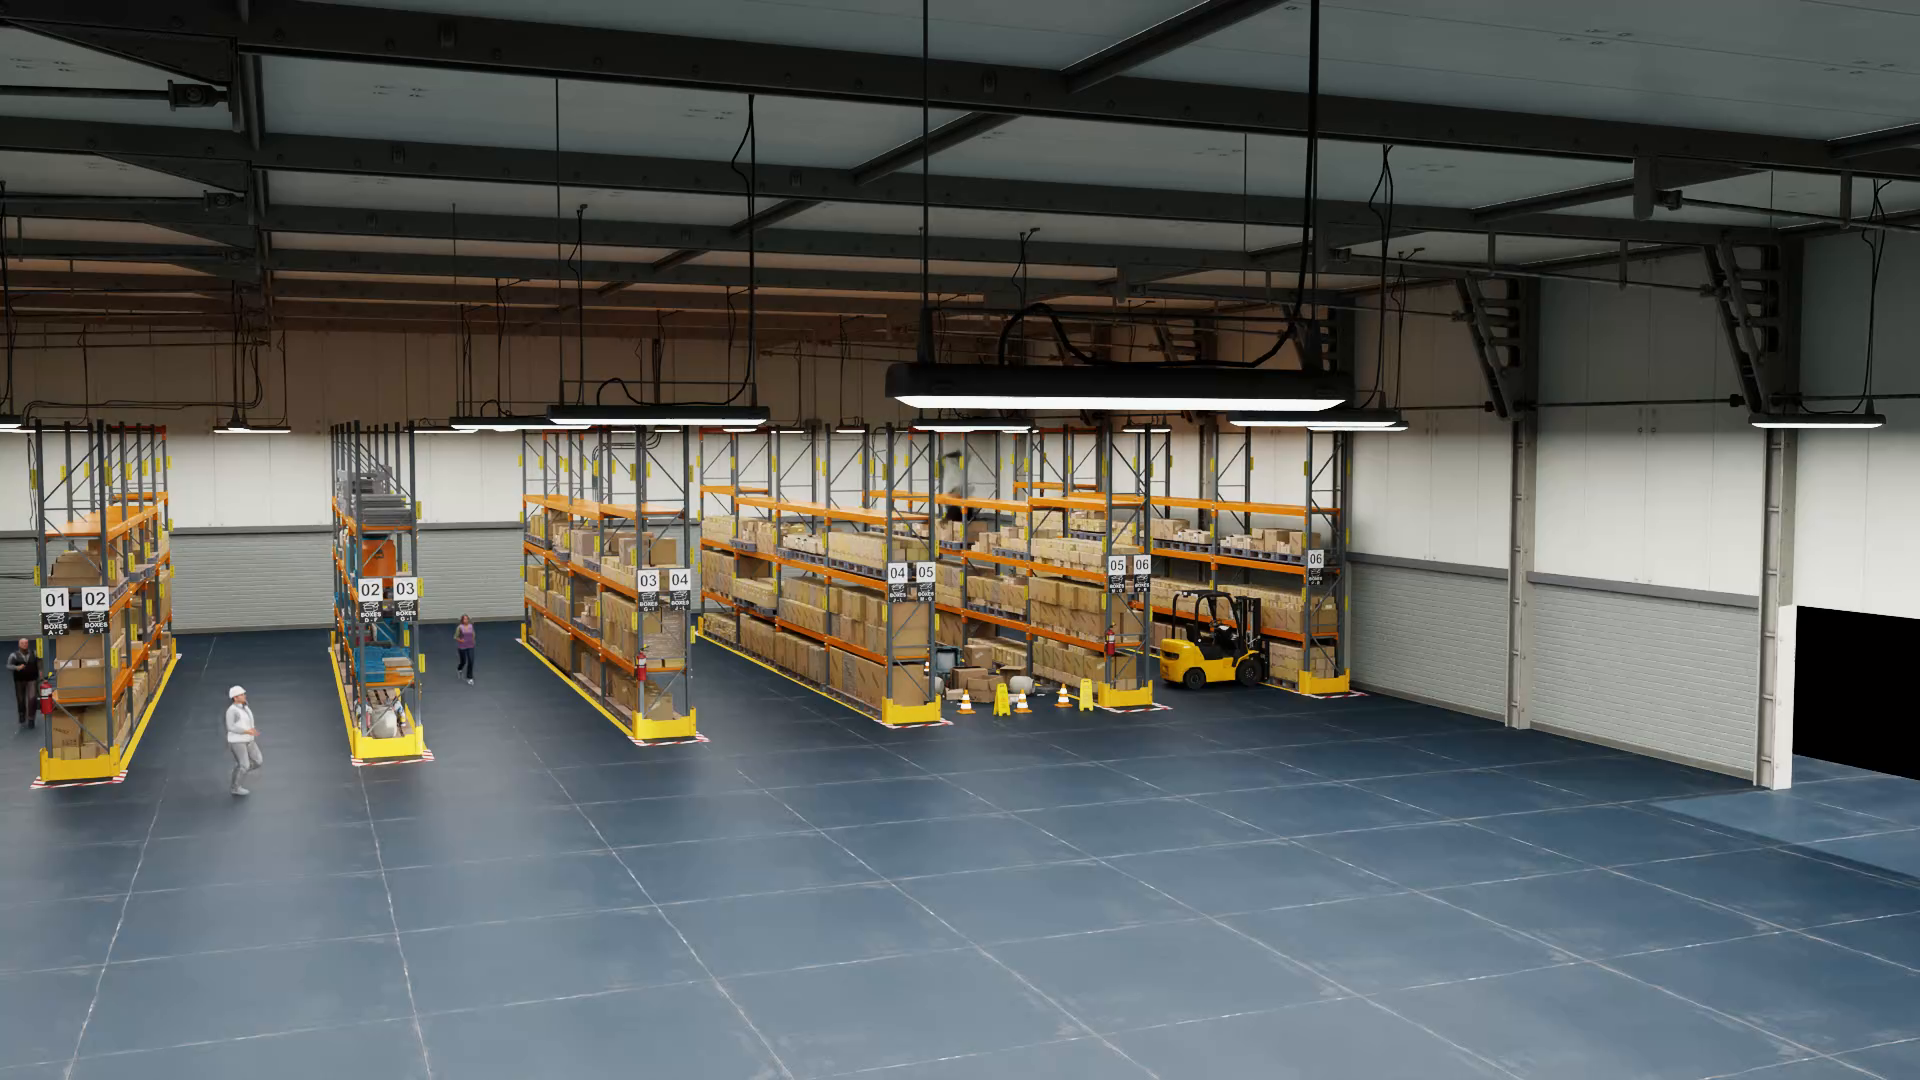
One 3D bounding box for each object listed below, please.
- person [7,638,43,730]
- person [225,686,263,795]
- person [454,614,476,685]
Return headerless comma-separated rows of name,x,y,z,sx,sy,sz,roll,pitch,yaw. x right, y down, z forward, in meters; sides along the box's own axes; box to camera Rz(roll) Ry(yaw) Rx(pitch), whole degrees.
person,-18.375,2.798,32.690,0.635,1.753,0.907,-2,4,-31
person,-11.446,3.196,26.581,0.569,1.731,0.652,0,4,5
person,-11.475,2.519,38.581,0.537,1.600,0.856,-2,4,-34
